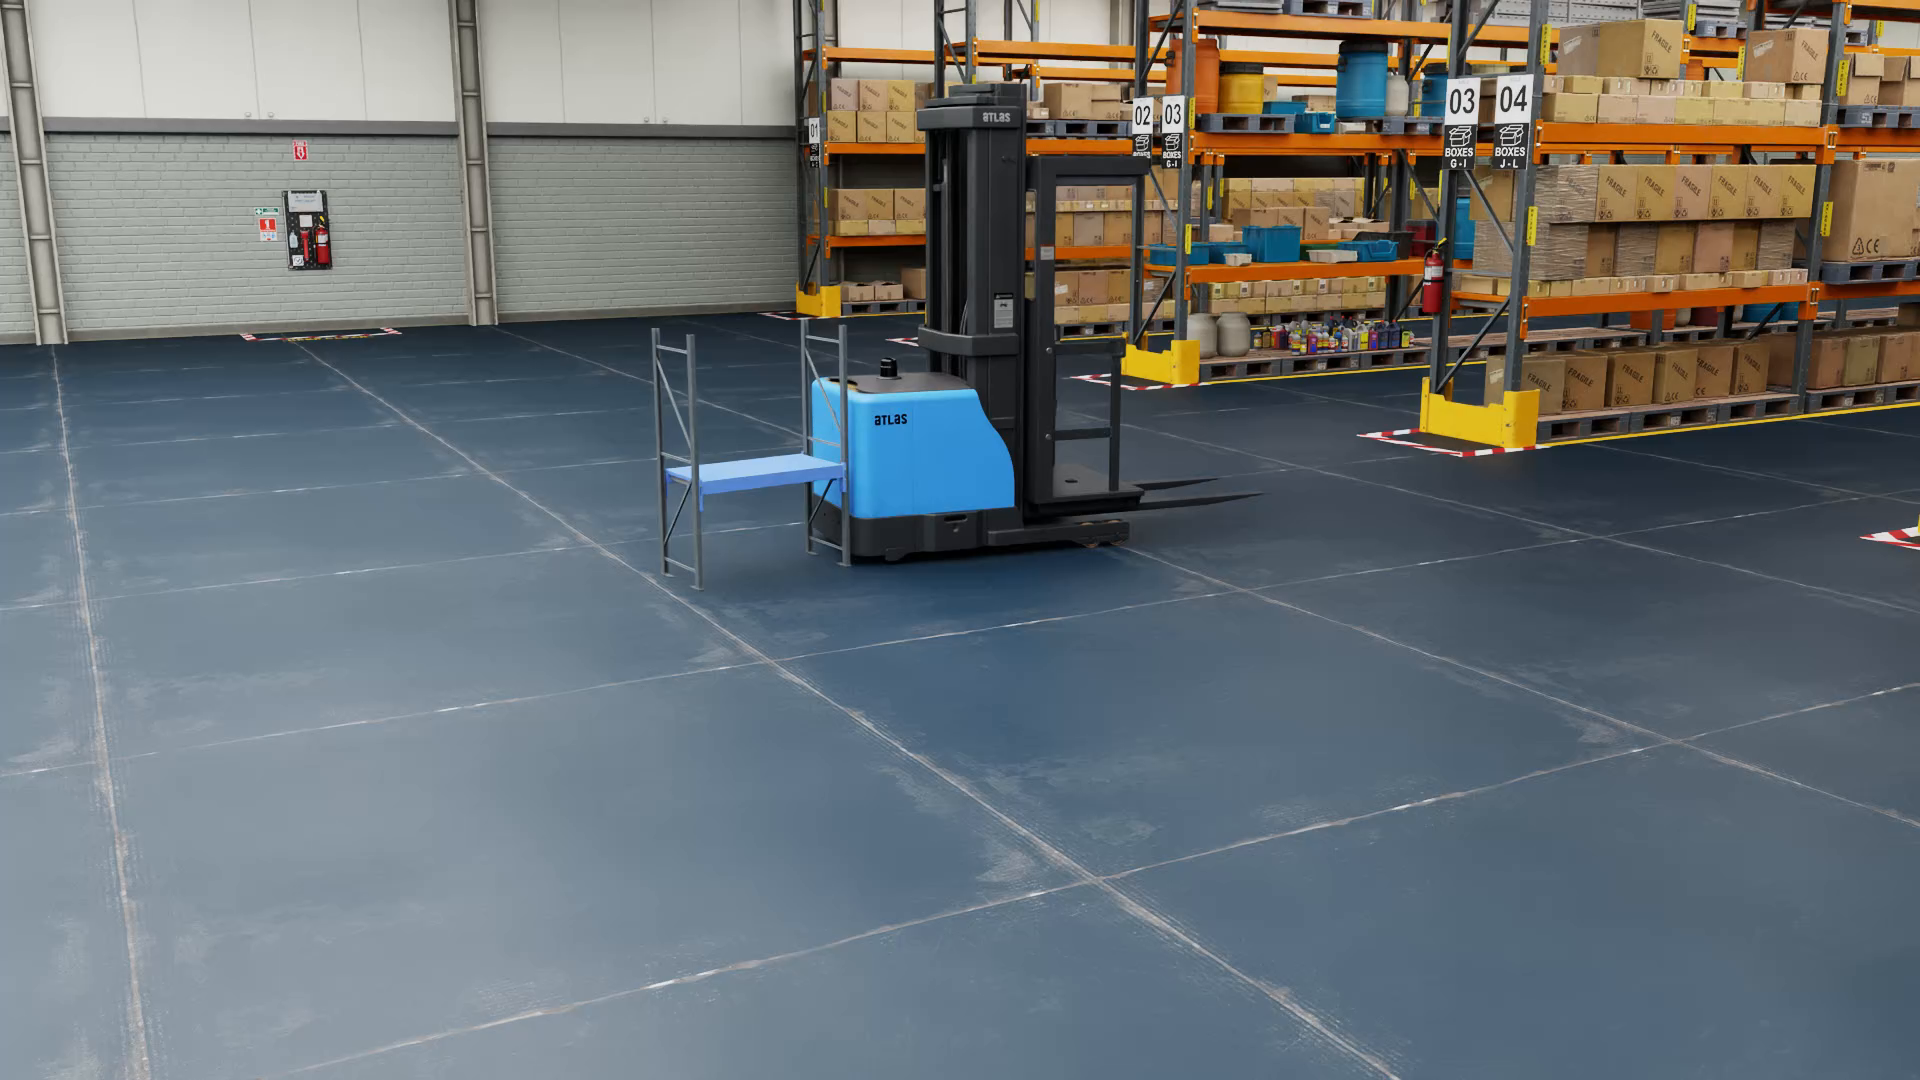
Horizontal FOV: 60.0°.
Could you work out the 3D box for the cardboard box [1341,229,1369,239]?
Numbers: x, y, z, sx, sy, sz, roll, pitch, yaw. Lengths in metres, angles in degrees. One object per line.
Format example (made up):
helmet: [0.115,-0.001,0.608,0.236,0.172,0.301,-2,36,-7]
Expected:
cardboard box: [6.294,-4.873,26.502,0.250,0.149,0.380,-7,14,-28]

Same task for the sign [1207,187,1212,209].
sign: [3.707,-5.077,24.683,0.005,0.325,0.100,-7,14,-28]

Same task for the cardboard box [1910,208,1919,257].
cardboard box: [9.660,-3.269,17.609,0.637,0.503,0.797,-5,14,-22]

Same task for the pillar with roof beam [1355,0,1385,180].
pillar with roof beam: [10.347,-8.856,29.964,0.400,9.000,9.100,-7,14,-28]

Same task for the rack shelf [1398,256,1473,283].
rack shelf: [7.565,-3.627,22.032,4.000,0.370,1.077,-7,14,-28]

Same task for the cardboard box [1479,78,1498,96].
cardboard box: [4.766,-4.066,14.948,0.250,0.149,0.380,-7,14,-28]

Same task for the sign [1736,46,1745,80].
sign: [7.914,-4.827,16.821,0.005,0.325,0.100,-7,14,-28]

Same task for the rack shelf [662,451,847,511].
rack shelf: [-1.254,-0.367,10.144,1.000,0.185,0.538,-9,15,-35]

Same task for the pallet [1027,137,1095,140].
pallet: [1.656,-7.093,29.391,1.003,0.211,1.213,-7,14,-28]

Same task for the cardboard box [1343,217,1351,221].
cardboard box: [7.465,-6.266,32.646,0.250,0.149,0.380,-6,14,-26]

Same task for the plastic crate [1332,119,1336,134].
plastic crate: [4.294,-5.014,20.208,0.450,0.188,0.336,-7,14,-28]

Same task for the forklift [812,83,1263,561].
forklift: [0.578,-1.481,11.014,3.031,2.935,1.130,-5,14,-21]

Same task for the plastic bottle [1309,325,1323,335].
plastic bottle: [4.457,-2.558,20.845,0.135,0.276,0.152,-7,14,-28]

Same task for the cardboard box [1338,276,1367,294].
cardboard box: [6.156,-4.122,26.622,0.500,0.311,0.500,-7,14,-29]

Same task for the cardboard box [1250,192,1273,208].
cardboard box: [5.587,-6.356,31.571,0.500,0.500,0.500,-6,14,-26]

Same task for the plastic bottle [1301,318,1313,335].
plastic bottle: [4.364,-2.620,20.952,0.185,0.351,0.144,-7,14,-28]

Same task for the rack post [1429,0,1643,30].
rack post: [7.497,-7.016,21.332,3.121,1.000,1.013,-7,14,-28]

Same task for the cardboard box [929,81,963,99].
cardboard box: [-0.176,-7.465,28.065,0.500,0.500,0.500,-7,15,-30]

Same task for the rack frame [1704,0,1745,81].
rack frame: [13.972,-8.912,30.213,0.127,3.000,1.000,-7,14,-28]

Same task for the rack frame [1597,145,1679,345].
rack frame: [9.321,-4.188,22.888,0.127,3.000,1.000,-7,14,-28]

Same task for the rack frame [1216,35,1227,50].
rack frame: [4.574,-9.024,30.713,0.127,3.000,1.000,-7,14,-28]

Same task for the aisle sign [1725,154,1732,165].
aisle sign: [14.179,-7.201,30.355,0.004,0.787,0.394,-7,14,-28]

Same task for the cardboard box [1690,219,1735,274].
cardboard box: [6.912,-2.854,16.052,0.500,0.500,0.875,-7,14,-28]

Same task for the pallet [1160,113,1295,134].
pallet: [3.072,-4.786,19.143,1.213,0.211,1.003,-7,14,-28]

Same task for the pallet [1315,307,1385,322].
pallet: [6.209,-3.704,27.086,1.213,0.211,1.003,-7,14,-28]

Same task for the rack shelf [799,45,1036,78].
rack shelf: [-0.693,-8.041,27.988,4.000,0.370,1.077,-7,14,-28]

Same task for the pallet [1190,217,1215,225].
pallet: [3.999,-5.909,30.968,1.003,0.211,1.213,-7,14,-28]

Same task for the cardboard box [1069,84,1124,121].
cardboard box: [1.934,-6.361,24.198,0.637,0.503,0.797,-5,14,-22]

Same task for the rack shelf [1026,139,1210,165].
rack shelf: [1.684,-5.625,24.076,4.000,0.370,1.077,-7,14,-28]

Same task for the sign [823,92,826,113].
sign: [-2.188,-7.041,26.742,0.005,0.325,0.100,-7,14,-28]

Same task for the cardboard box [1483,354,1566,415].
cardboard box: [5.228,-1.440,15.413,0.500,0.500,0.500,-4,13,-17]

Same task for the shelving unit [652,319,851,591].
shelving unit: [-1.254,-0.543,10.104,1.048,1.500,0.538,-9,15,-35]

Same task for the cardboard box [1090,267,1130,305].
cardboard box: [2.256,-3.757,24.571,0.500,0.500,0.500,-7,14,-28]

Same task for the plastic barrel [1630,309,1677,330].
plastic barrel: [9.742,-3.389,23.324,0.708,0.830,0.600,-7,14,-28]

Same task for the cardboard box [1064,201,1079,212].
cardboard box: [1.506,-4.803,23.913,0.250,0.149,0.380,-7,14,-29]

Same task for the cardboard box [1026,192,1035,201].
cardboard box: [0.850,-5.092,23.721,0.500,0.500,0.700,-7,15,-29]

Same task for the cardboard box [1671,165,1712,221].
cardboard box: [6.602,-3.237,15.479,0.500,0.500,0.500,-7,14,-28]

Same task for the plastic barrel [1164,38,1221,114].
plastic barrel: [2.664,-5.300,19.062,0.708,0.830,0.600,-7,14,-28]

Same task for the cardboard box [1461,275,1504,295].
cardboard box: [4.823,-2.339,15.245,0.250,0.149,0.380,-7,14,-28]

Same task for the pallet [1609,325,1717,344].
pallet: [9.993,-2.919,23.599,1.213,0.211,1.003,-7,14,-28]

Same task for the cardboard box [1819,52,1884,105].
cardboard box: [8.643,-4.562,16.525,0.637,0.503,0.797,-8,15,-31]

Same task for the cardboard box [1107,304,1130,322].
cardboard box: [2.262,-3.389,24.642,0.500,0.250,0.500,-7,14,-28]

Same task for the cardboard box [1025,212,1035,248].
cardboard box: [0.803,-4.453,23.838,0.500,0.500,0.700,-6,14,-26]

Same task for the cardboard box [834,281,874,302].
cardboard box: [-1.798,-4.214,28.125,0.500,0.311,0.500,-9,15,-34]

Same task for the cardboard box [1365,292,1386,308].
cardboard box: [6.606,-3.904,26.933,0.500,0.250,0.500,-6,14,-27]

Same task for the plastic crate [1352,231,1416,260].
plastic crate: [5.289,-3.707,20.889,0.504,0.338,0.767,-7,14,-28]

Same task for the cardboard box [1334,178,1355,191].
cardboard box: [7.344,-6.938,32.445,0.500,0.250,0.500,-6,14,-27]

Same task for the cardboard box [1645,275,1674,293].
cardboard box: [6.399,-2.393,15.482,0.250,0.149,0.380,-7,14,-28]

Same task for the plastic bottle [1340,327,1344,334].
plastic bottle: [4.735,-2.484,20.498,0.133,0.283,0.061,-7,14,-28]

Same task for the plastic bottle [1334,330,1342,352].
plastic bottle: [4.606,-2.429,20.282,0.097,0.271,0.097,0,13,0]

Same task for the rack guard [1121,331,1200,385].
rack guard: [2.343,-2.144,19.499,0.348,0.500,1.175,-7,14,-28]

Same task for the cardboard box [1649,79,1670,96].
cardboard box: [6.182,-4.092,15.060,0.250,0.149,0.380,-8,15,-30]

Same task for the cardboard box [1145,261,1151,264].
cardboard box: [3.459,-4.975,31.075,0.500,0.500,0.700,-7,14,-28]
